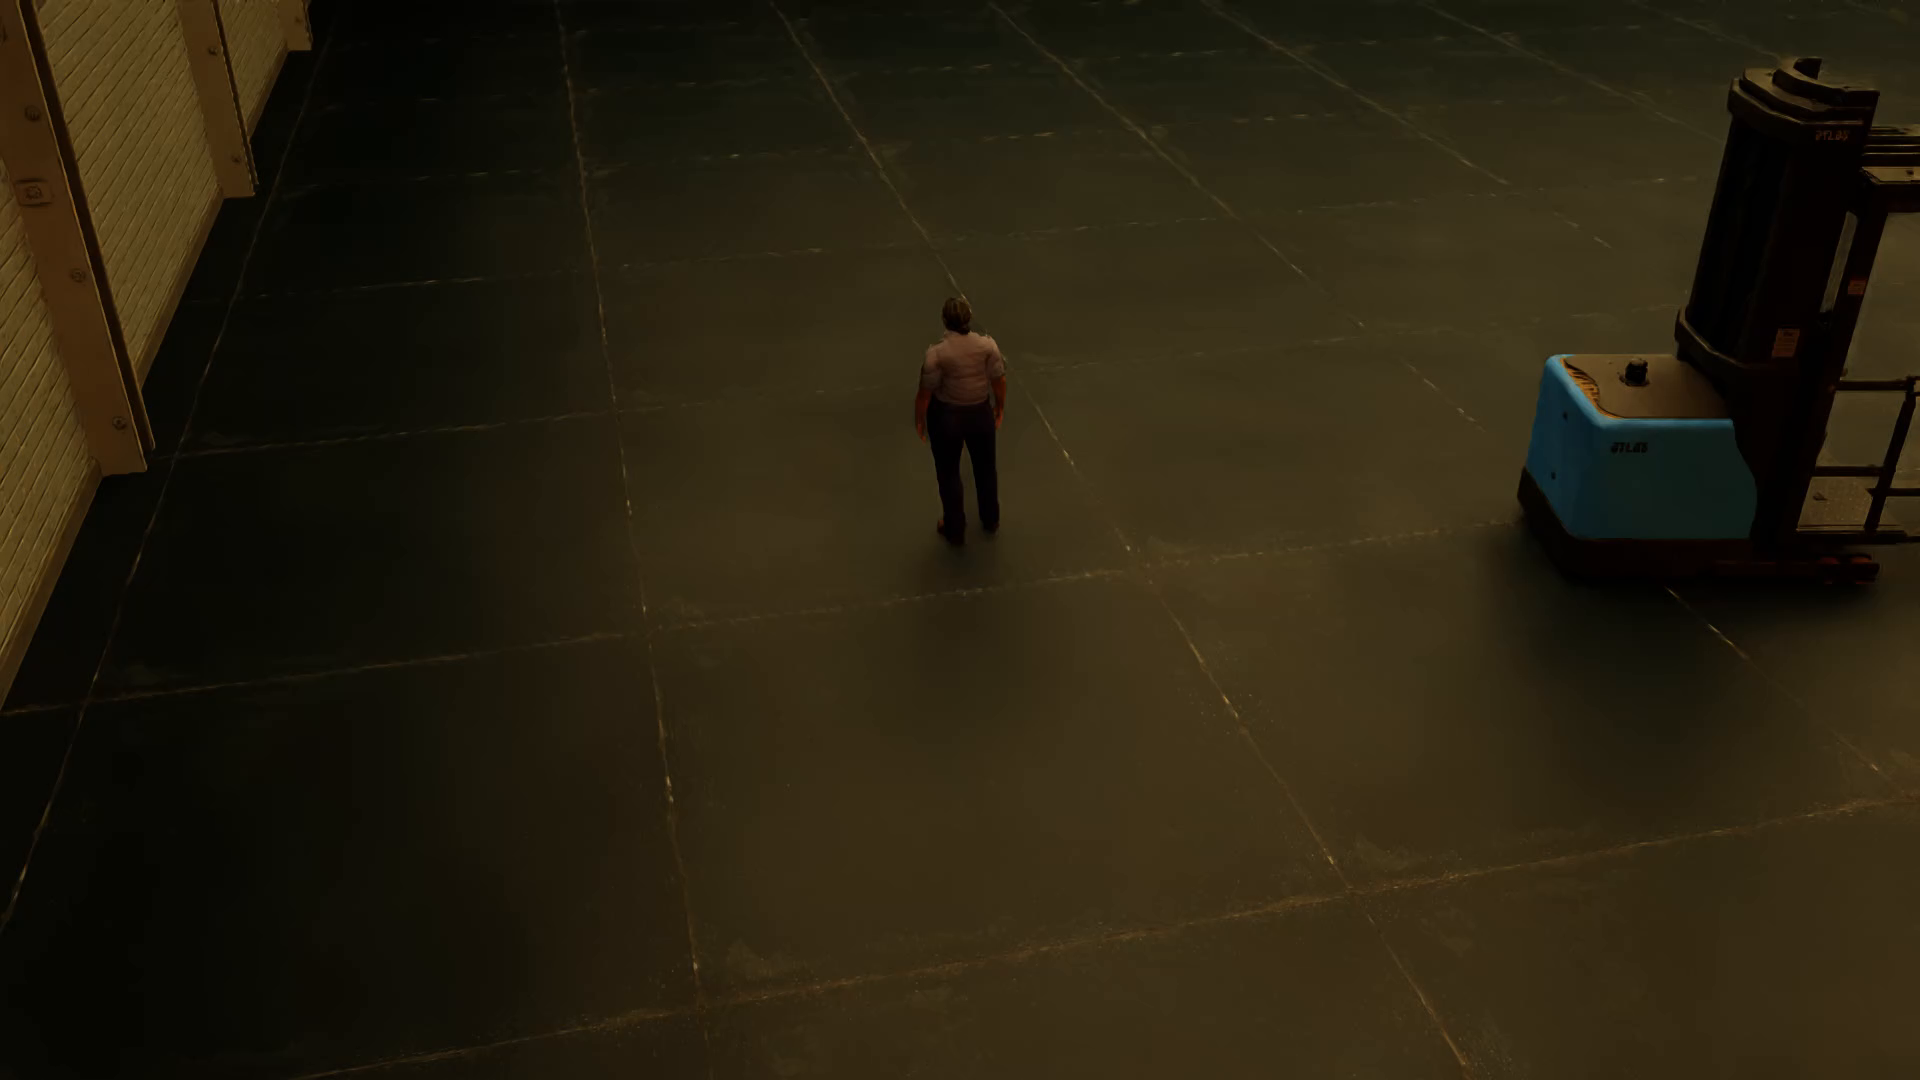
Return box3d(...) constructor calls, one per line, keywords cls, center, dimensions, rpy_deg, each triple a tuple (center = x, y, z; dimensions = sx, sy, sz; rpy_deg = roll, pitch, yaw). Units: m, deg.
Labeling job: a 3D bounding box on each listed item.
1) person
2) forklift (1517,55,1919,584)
box3d(cls="person", center=(0.001, -0.761, 10.166), dimensions=(0.599, 1.640, 0.502), rpy_deg=(-7, 31, -12))
box3d(cls="forklift", center=(5.147, -1.269, 9.767), dimensions=(3.031, 2.935, 1.130), rpy_deg=(0, 30, 0))
